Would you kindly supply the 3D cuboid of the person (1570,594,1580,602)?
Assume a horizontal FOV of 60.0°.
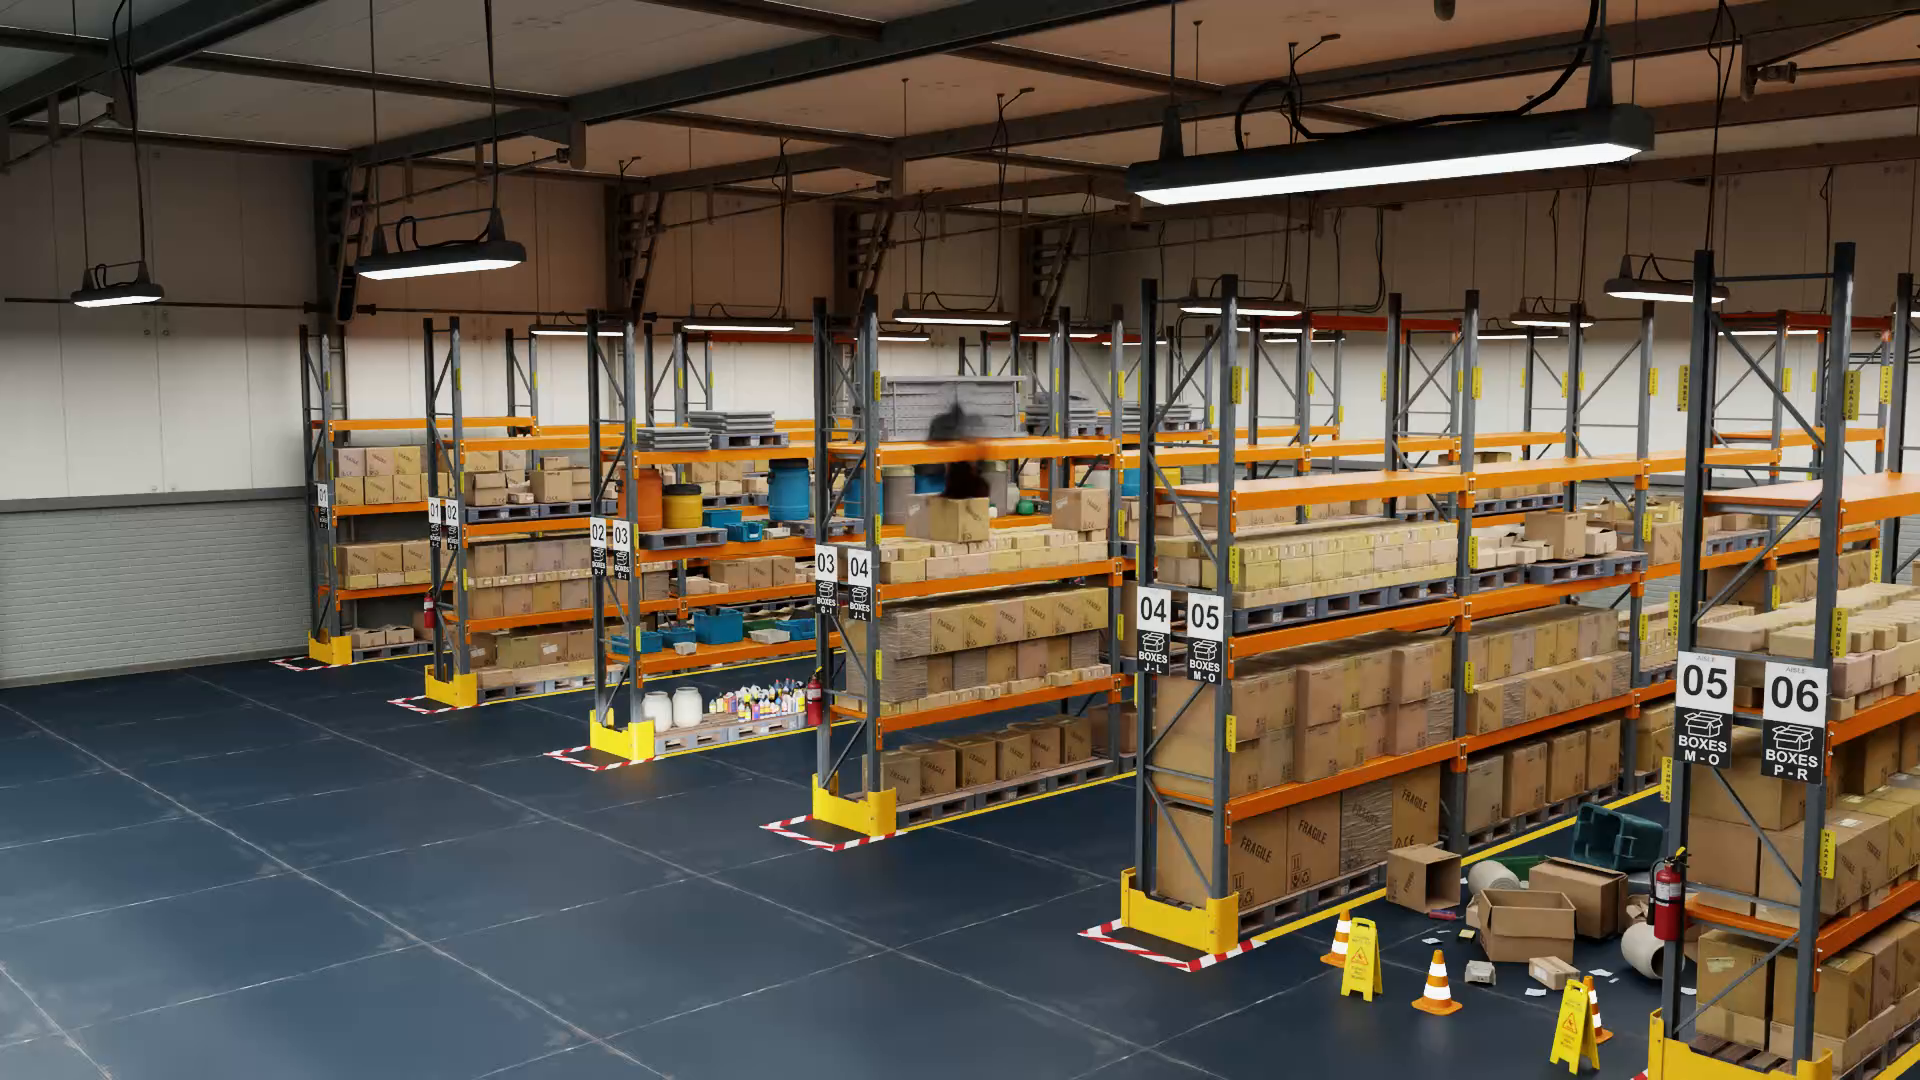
[{"bbox_3d":[9.799,1.650,26.662,0.531,1.655,0.539,6,8,44],"label":"person"}]
